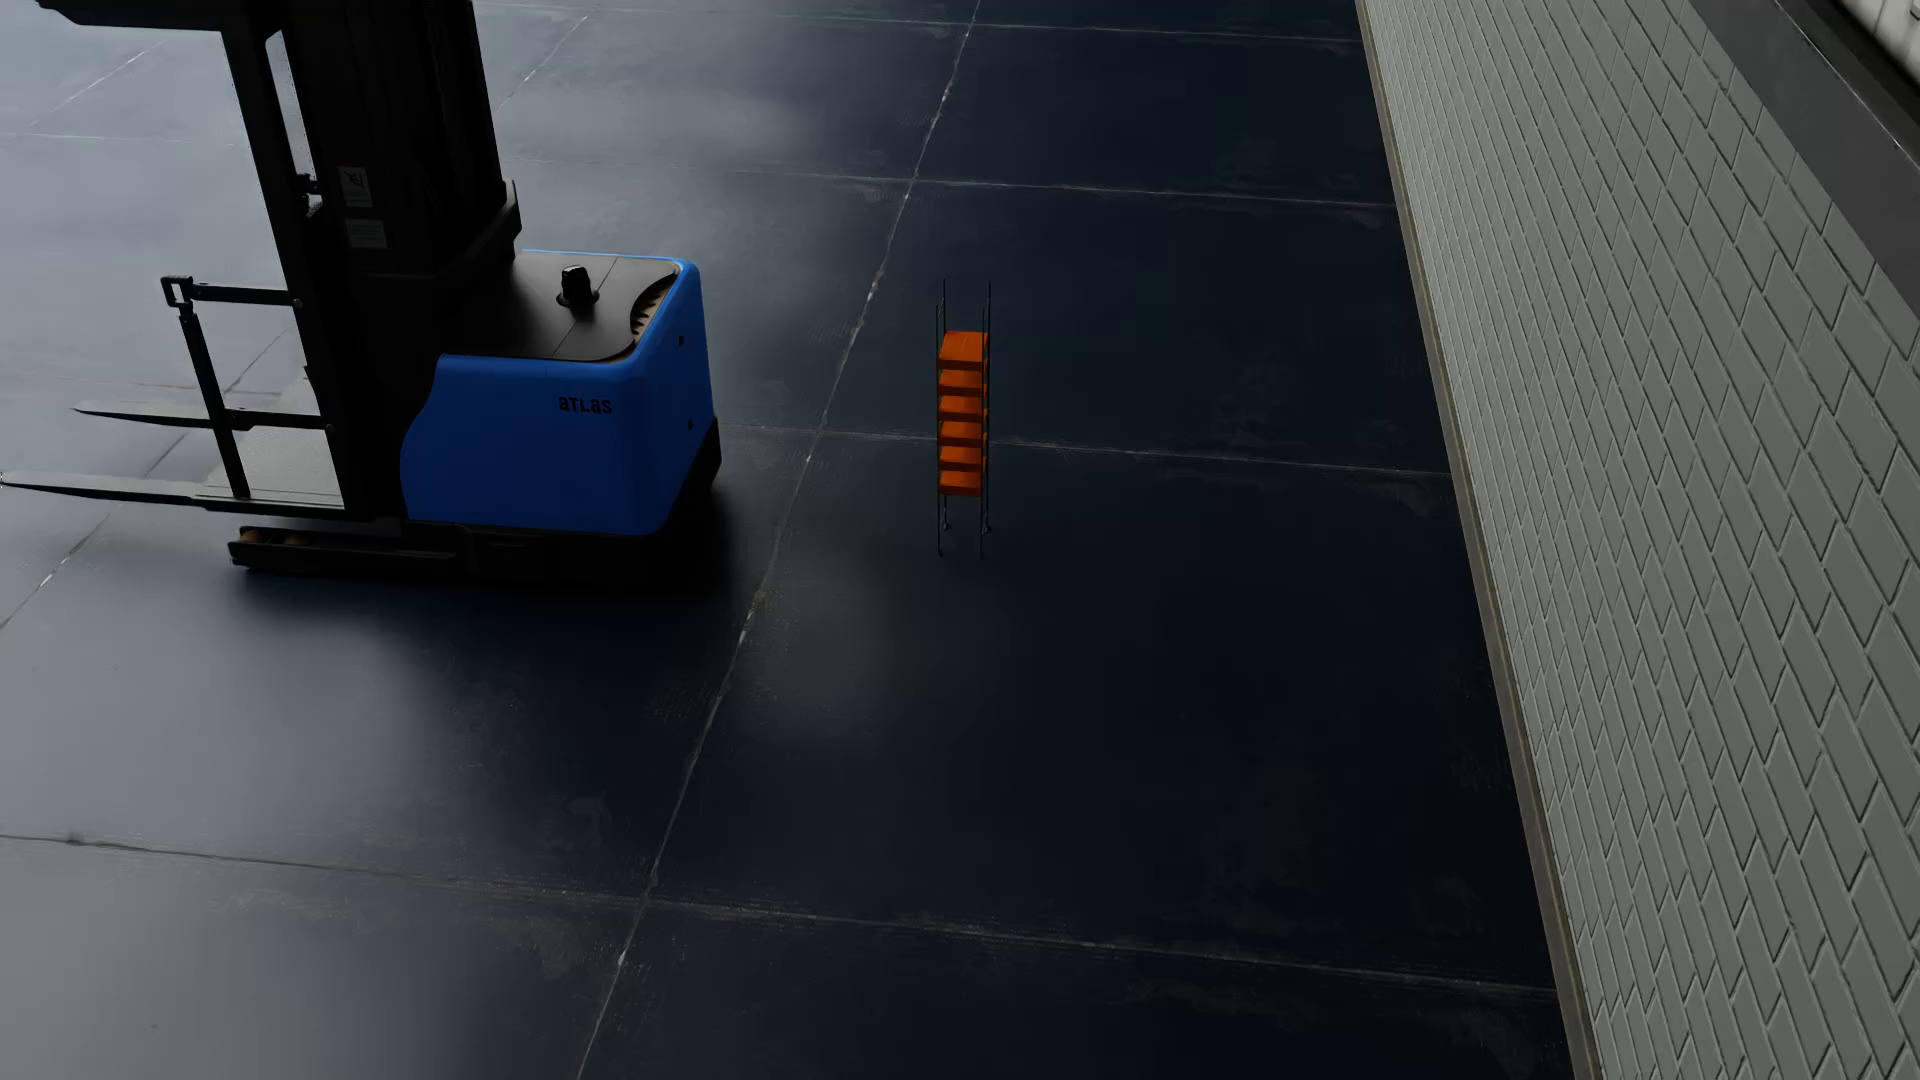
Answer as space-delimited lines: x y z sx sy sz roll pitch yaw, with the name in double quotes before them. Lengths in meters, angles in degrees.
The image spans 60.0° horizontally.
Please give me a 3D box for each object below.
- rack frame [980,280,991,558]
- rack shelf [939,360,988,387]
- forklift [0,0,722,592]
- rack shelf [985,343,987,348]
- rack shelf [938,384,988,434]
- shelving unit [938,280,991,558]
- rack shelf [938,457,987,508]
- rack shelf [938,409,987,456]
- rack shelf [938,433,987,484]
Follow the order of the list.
"rack frame" 0.105 -0.481 6.890 0.006 1.200 0.240 4 36 6
"rack shelf" 0.014 -0.669 6.771 0.171 0.034 0.221 4 36 6
"forklift" -2.650 -1.297 6.660 3.031 2.797 1.129 4 36 6
"rack shelf" 0.014 -0.760 6.705 0.166 0.020 0.199 4 36 6
"rack shelf" 0.014 -0.549 6.856 0.180 0.103 0.258 4 36 6
"shelving unit" 0.017 -0.487 6.900 0.184 1.200 0.258 4 36 6
"rack shelf" 0.014 -0.256 7.065 0.180 0.103 0.258 4 36 6
"rack shelf" 0.014 -0.451 6.926 0.180 0.103 0.258 4 36 6
"rack shelf" 0.014 -0.353 6.995 0.180 0.103 0.258 4 36 6
